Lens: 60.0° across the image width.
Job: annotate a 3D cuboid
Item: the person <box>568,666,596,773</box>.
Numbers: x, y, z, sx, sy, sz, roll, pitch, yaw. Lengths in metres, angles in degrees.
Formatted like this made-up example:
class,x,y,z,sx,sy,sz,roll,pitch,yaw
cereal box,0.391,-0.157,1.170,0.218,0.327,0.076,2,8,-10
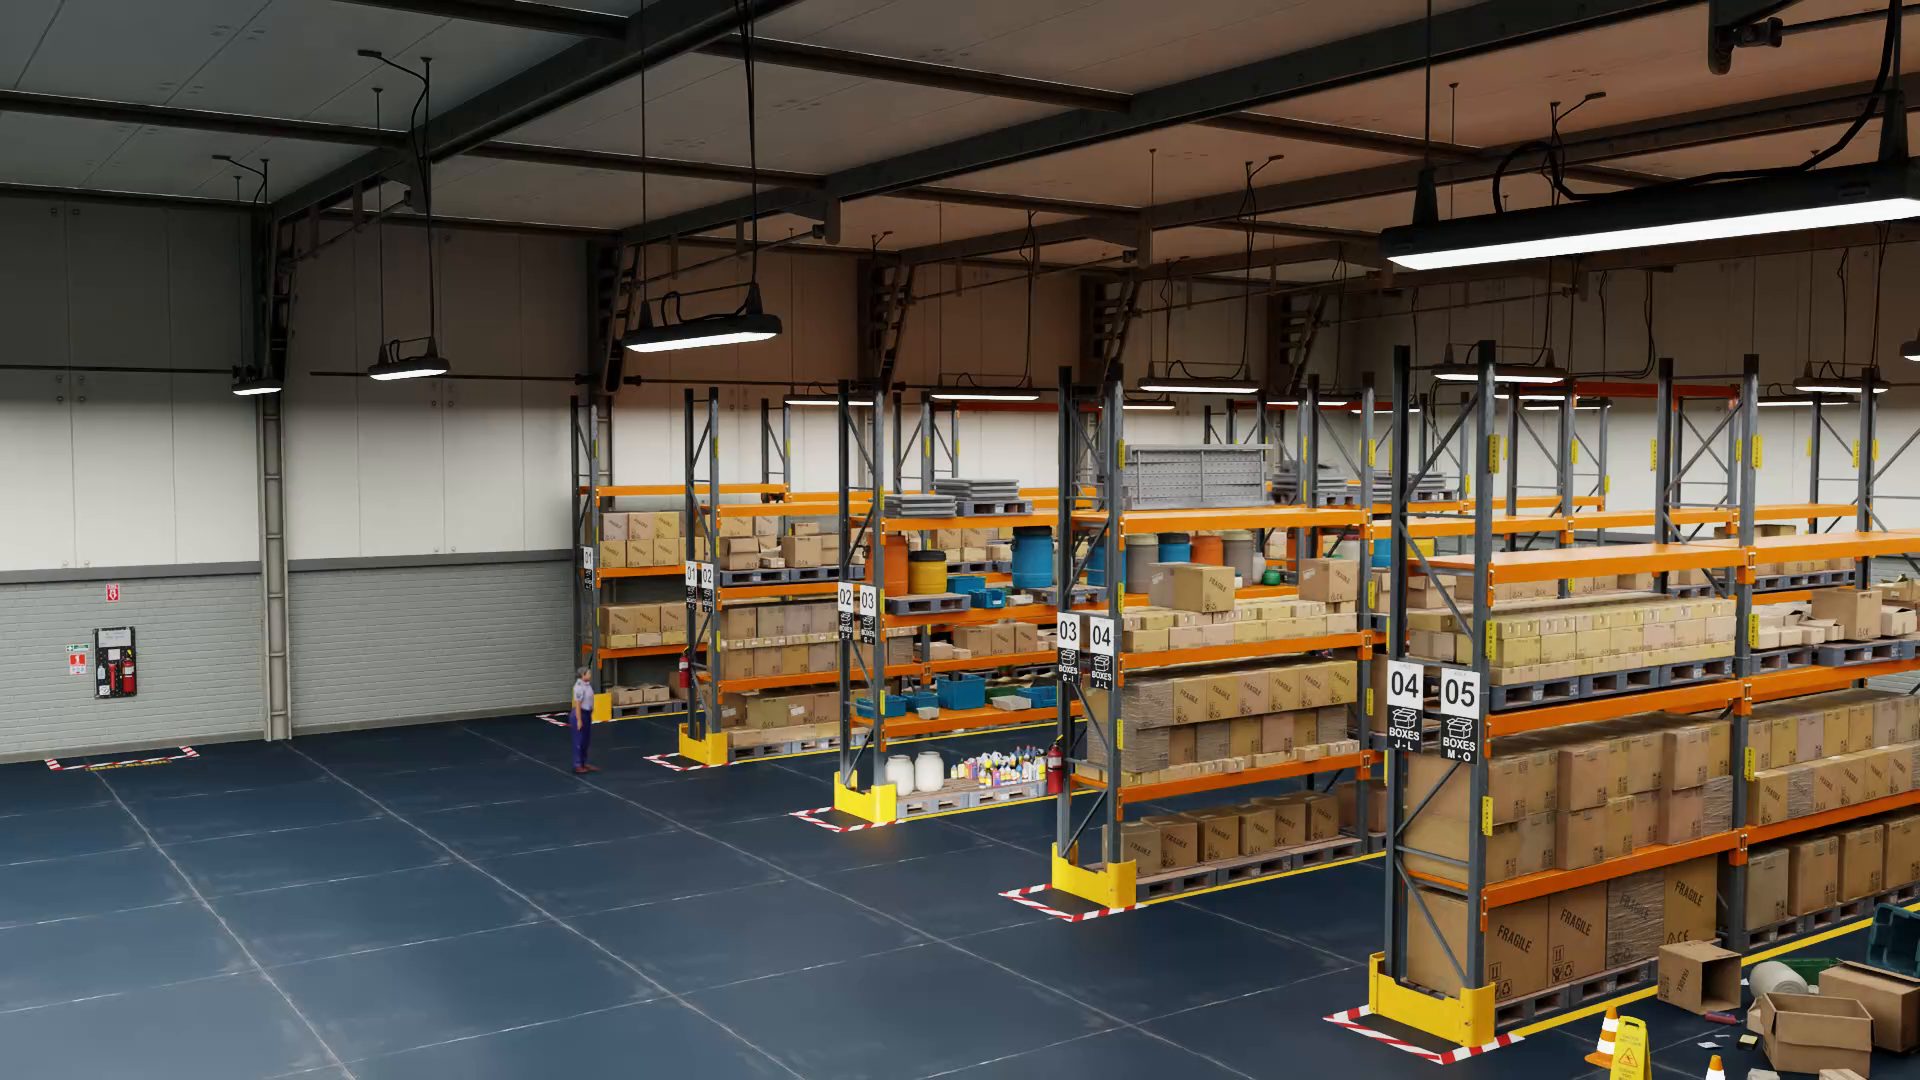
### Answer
class,x,y,z,sx,sy,sz,roll,pitch,yaw
person,-5.894,2.790,25.890,0.367,1.646,0.496,0,3,0

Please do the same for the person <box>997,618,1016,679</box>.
class,x,y,z,sx,sy,sz,roll,pitch,yaw
person,0.924,2.137,34.004,0.427,1.780,0.617,2,4,25
